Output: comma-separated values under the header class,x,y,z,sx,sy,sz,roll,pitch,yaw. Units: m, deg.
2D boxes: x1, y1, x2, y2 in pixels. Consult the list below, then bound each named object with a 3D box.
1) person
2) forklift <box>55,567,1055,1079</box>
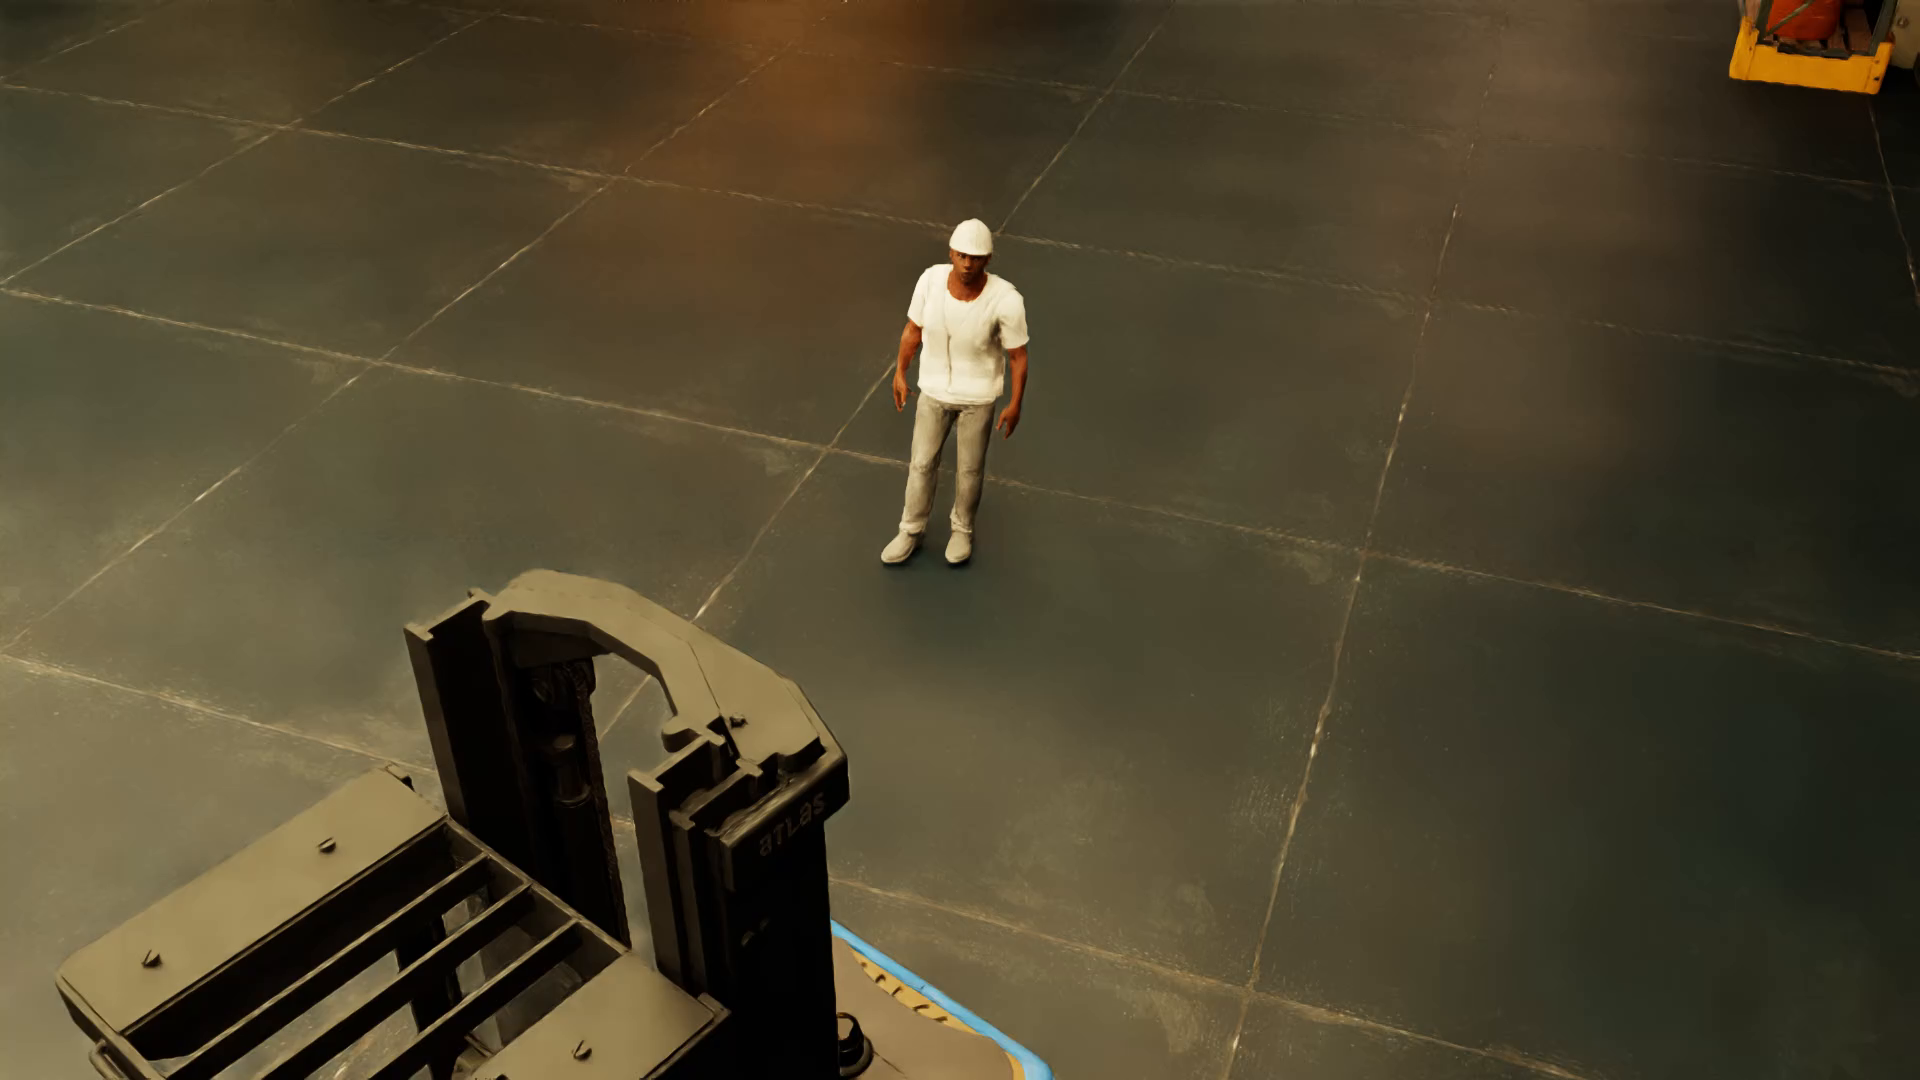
class,x,y,z,sx,sy,sz,roll,pitch,yaw
person,-0.028,-0.689,8.078,0.665,1.766,0.576,12,37,16
forklift,-1.038,1.654,3.777,1.130,2.935,3.031,25,43,31
